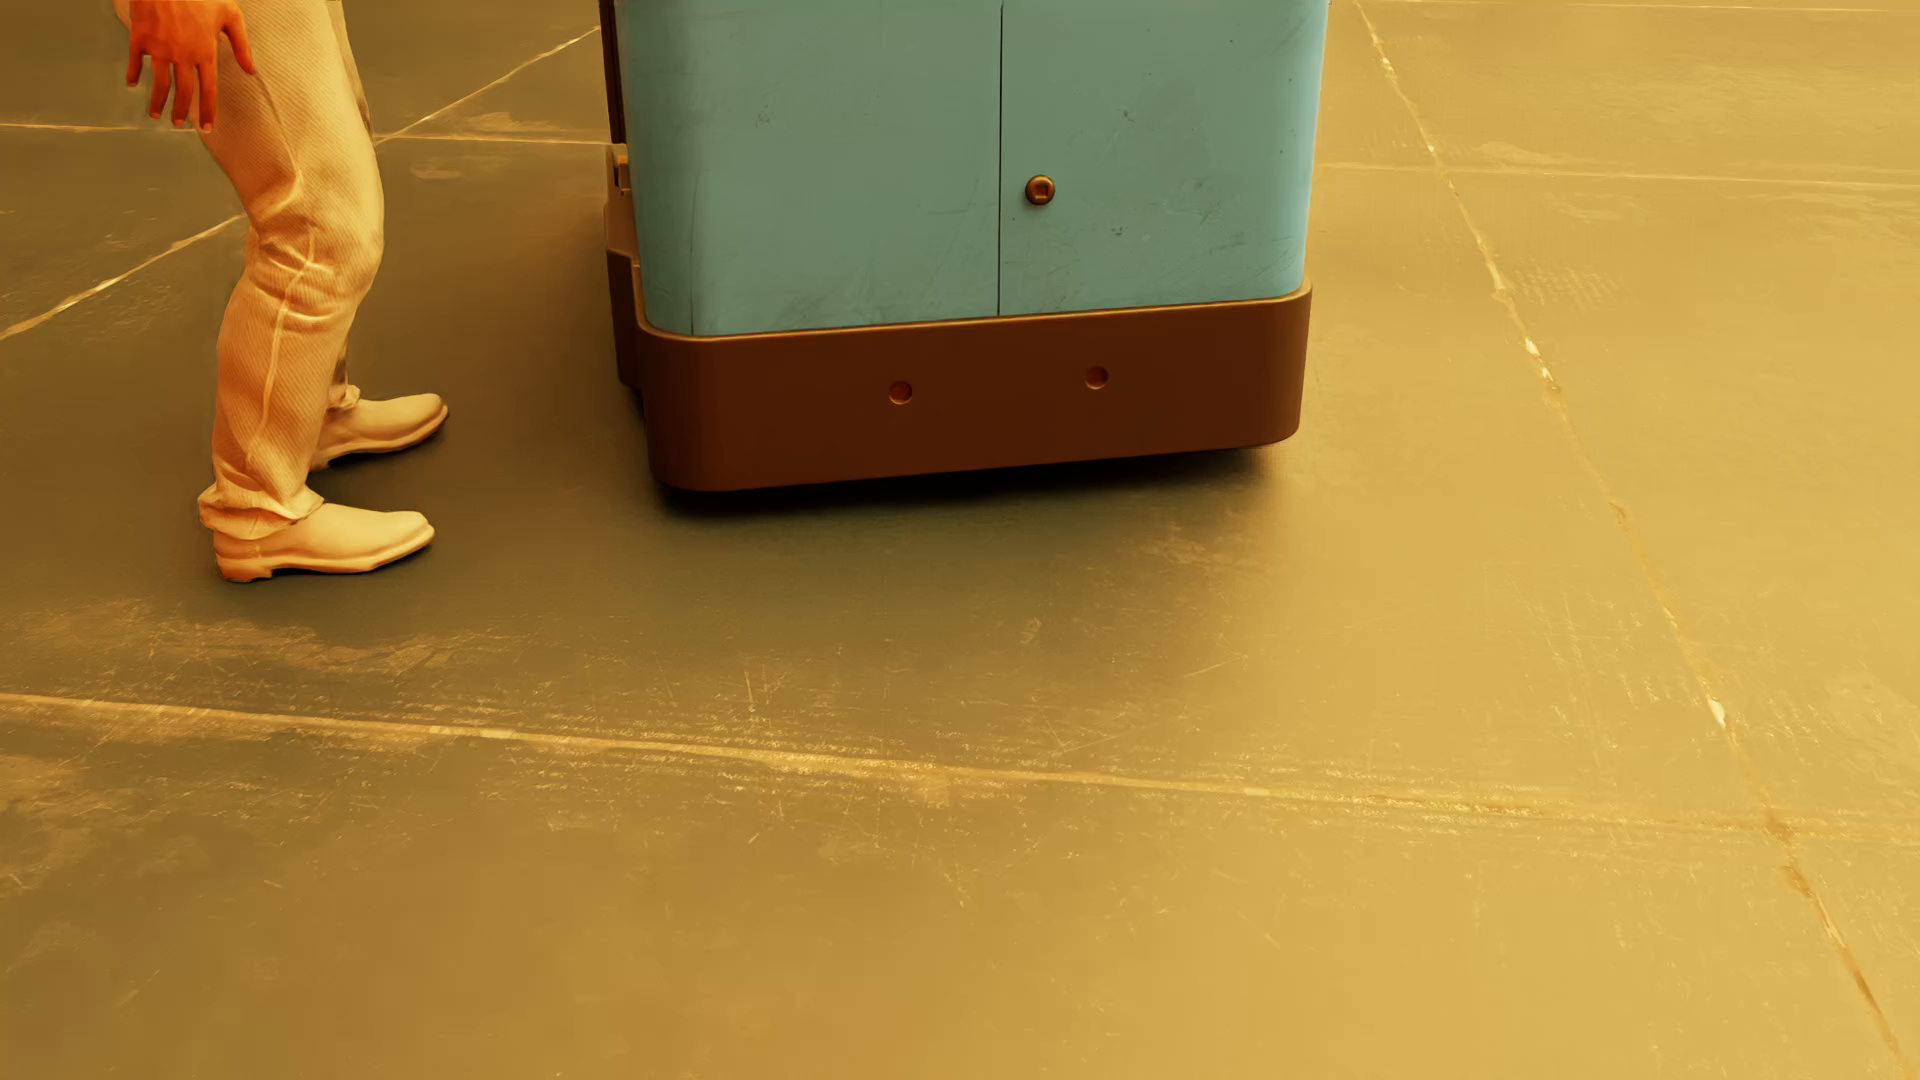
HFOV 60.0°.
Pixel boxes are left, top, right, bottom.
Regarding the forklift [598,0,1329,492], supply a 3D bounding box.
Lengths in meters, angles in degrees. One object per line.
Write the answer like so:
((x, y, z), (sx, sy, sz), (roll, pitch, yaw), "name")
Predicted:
((-0.246, -2.019, 3.264), (1.130, 2.935, 3.031), (-5, 27, -10), "forklift")

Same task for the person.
((-0.948, -0.808, 2.172), (0.392, 1.743, 0.809), (-7, 27, -13), "person")
